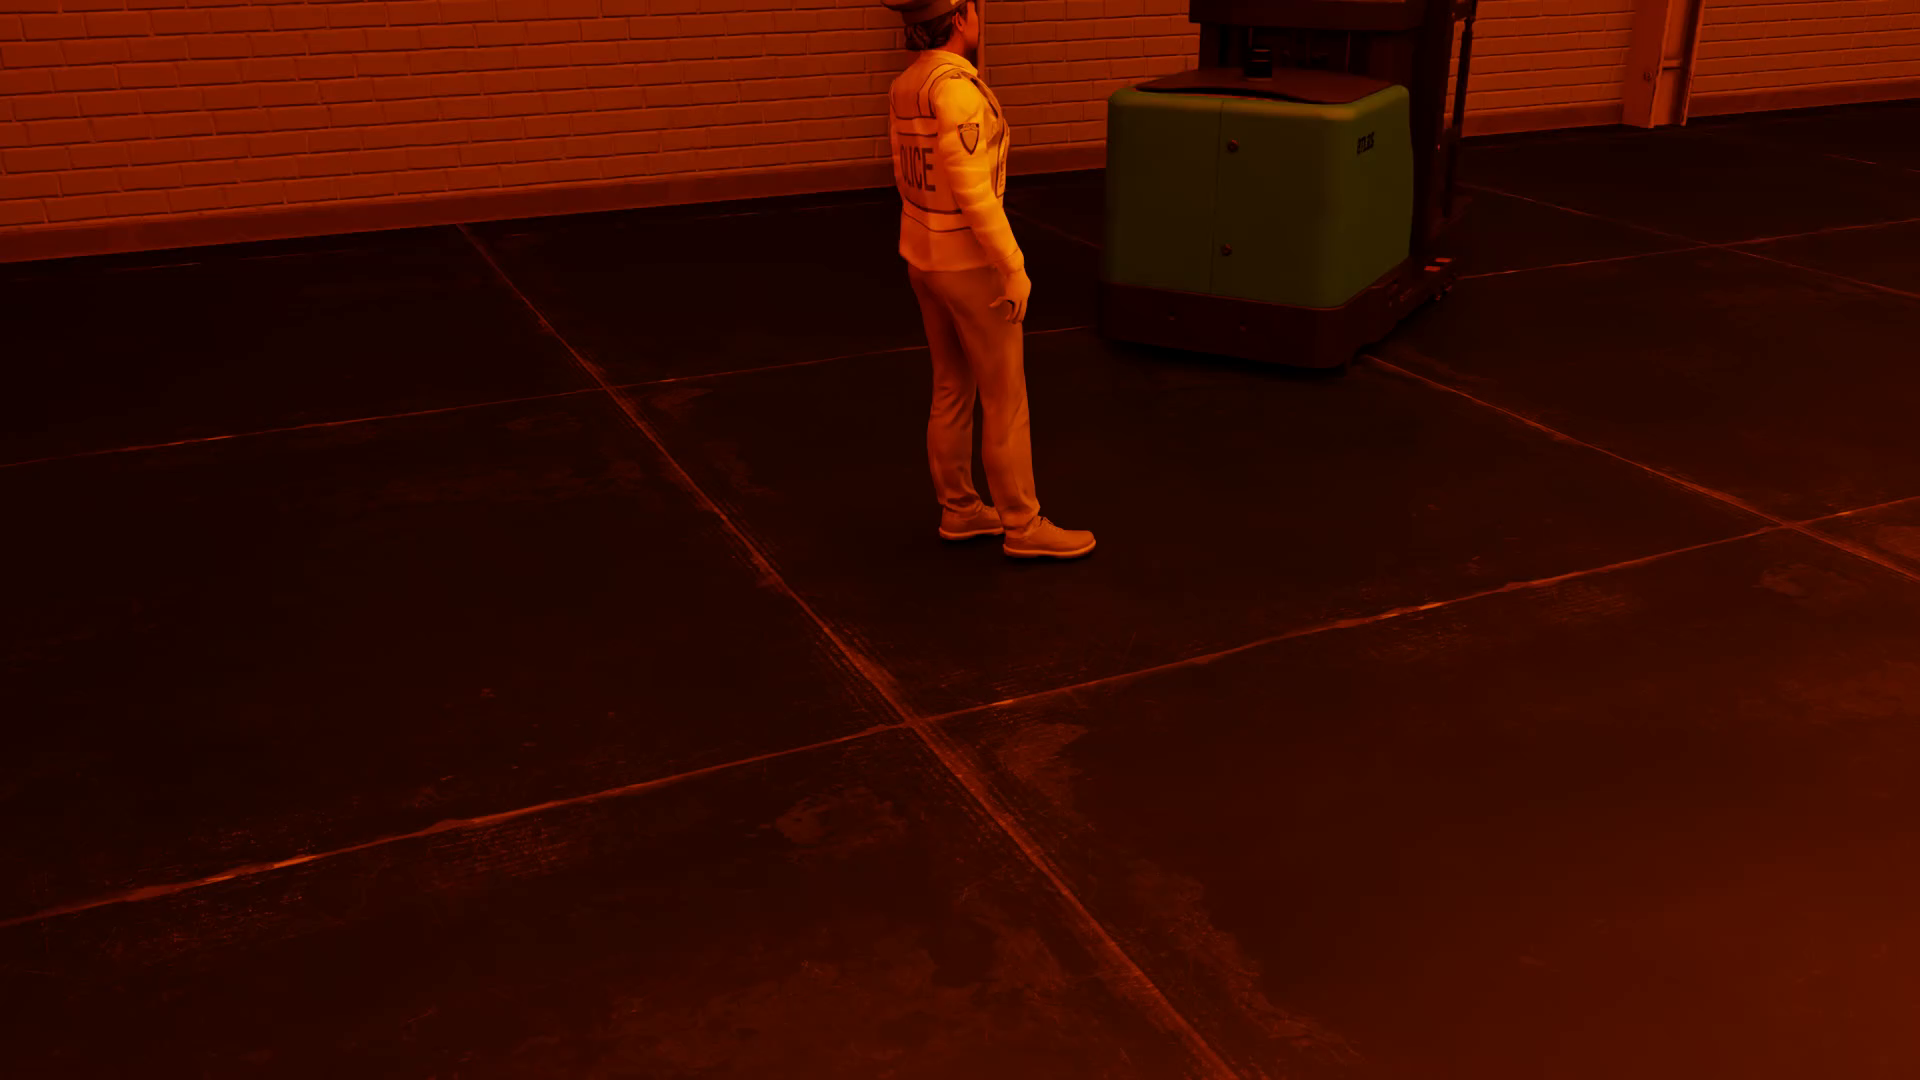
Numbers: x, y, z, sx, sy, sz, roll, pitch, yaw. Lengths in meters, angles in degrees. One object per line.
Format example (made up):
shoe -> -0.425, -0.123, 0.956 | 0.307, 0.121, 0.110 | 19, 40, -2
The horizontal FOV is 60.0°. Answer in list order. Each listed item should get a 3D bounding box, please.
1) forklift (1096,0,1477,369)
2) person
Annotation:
forklift -> 1.737, -2.550, 7.425 | 1.130, 2.935, 3.031 | 12, 25, 27
person -> 0.065, -0.798, 4.800 | 0.531, 1.695, 0.588 | -10, 25, -23
